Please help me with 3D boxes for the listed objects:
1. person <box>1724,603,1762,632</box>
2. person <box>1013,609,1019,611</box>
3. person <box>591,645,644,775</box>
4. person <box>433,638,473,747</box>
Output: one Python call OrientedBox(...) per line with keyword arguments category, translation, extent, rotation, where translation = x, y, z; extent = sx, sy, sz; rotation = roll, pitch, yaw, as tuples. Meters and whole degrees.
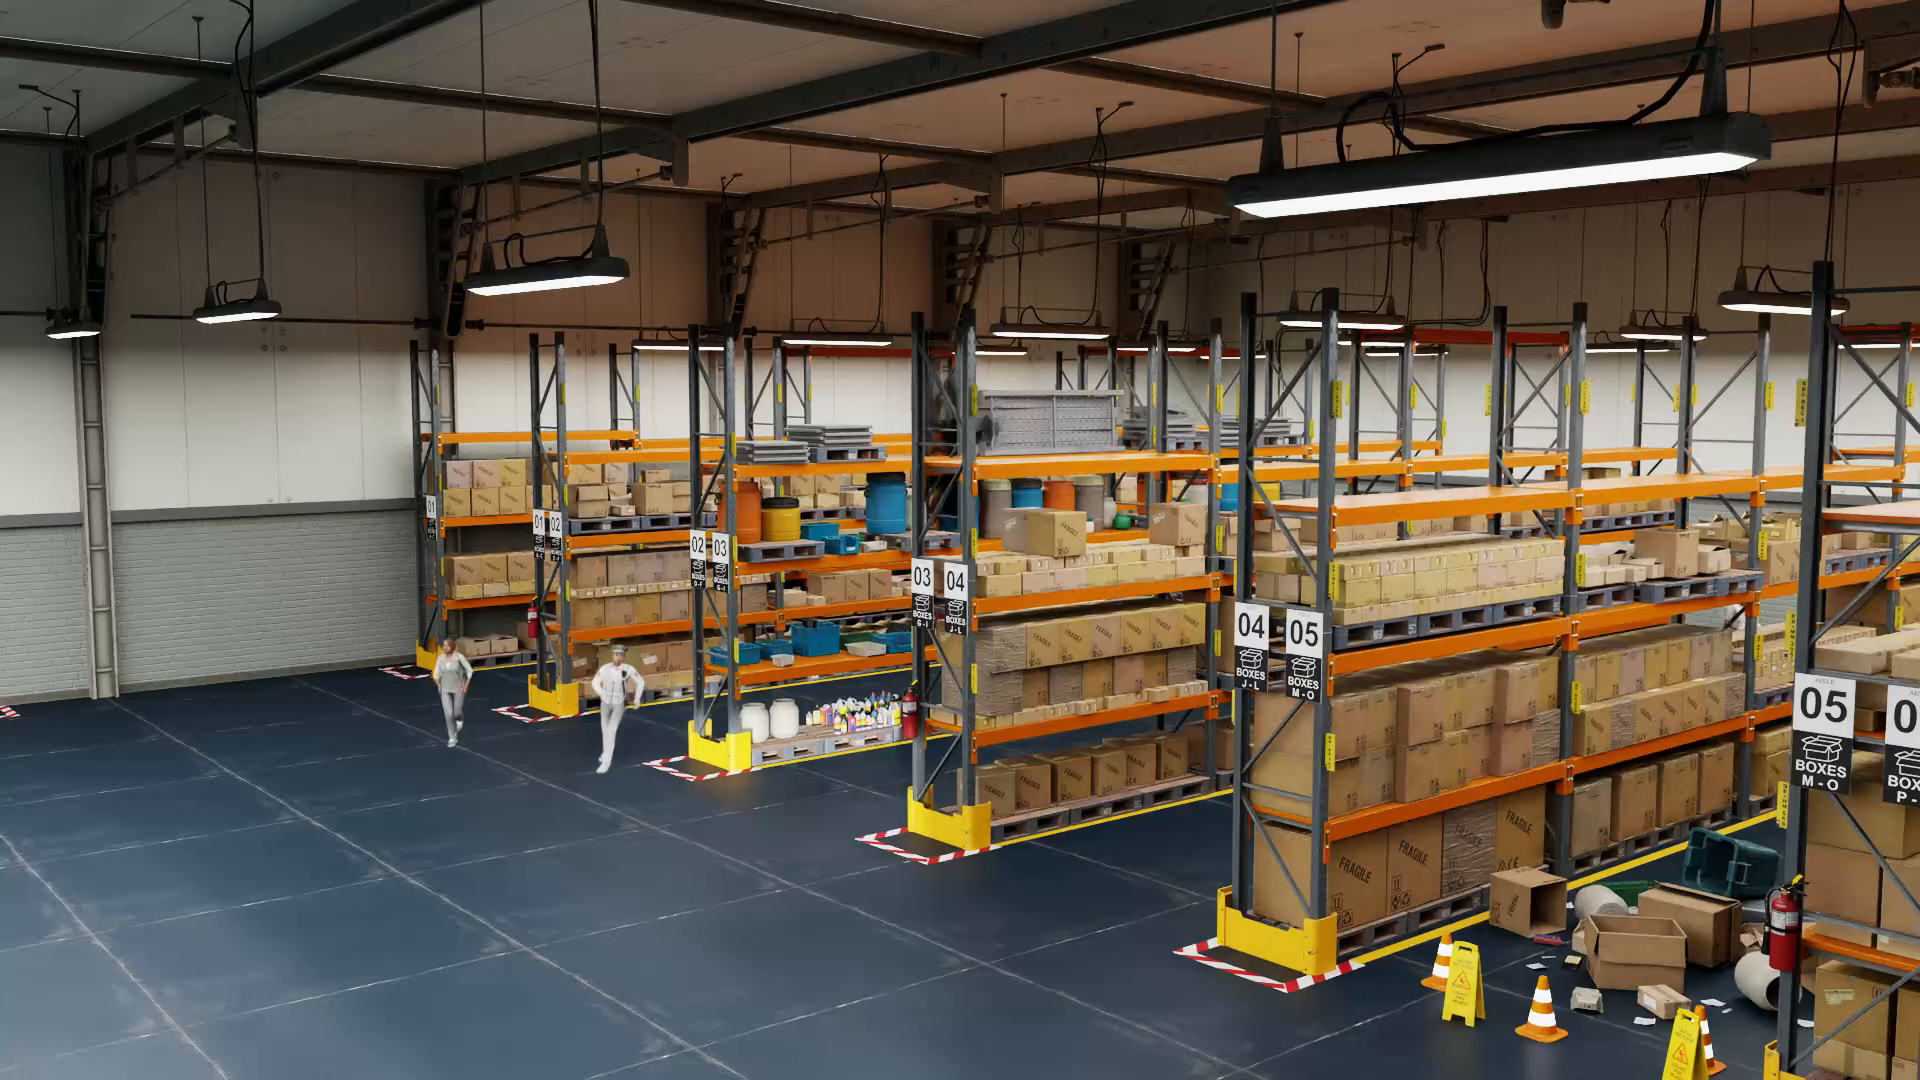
OrientedBox(category="person", translation=(13.331, 1.673, 28.252), extent=(0.683, 1.767, 0.804), rotation=(0, 5, 1))
OrientedBox(category="person", translation=(0.716, 1.651, 28.579), extent=(0.655, 1.736, 0.593), rotation=(5, 7, 42))
OrientedBox(category="person", translation=(-4.641, 2.250, 22.469), extent=(0.671, 1.712, 0.775), rotation=(1, 5, 6))
OrientedBox(category="person", translation=(-7.307, 2.180, 23.981), extent=(0.550, 1.569, 0.612), rotation=(0, 5, -4))
